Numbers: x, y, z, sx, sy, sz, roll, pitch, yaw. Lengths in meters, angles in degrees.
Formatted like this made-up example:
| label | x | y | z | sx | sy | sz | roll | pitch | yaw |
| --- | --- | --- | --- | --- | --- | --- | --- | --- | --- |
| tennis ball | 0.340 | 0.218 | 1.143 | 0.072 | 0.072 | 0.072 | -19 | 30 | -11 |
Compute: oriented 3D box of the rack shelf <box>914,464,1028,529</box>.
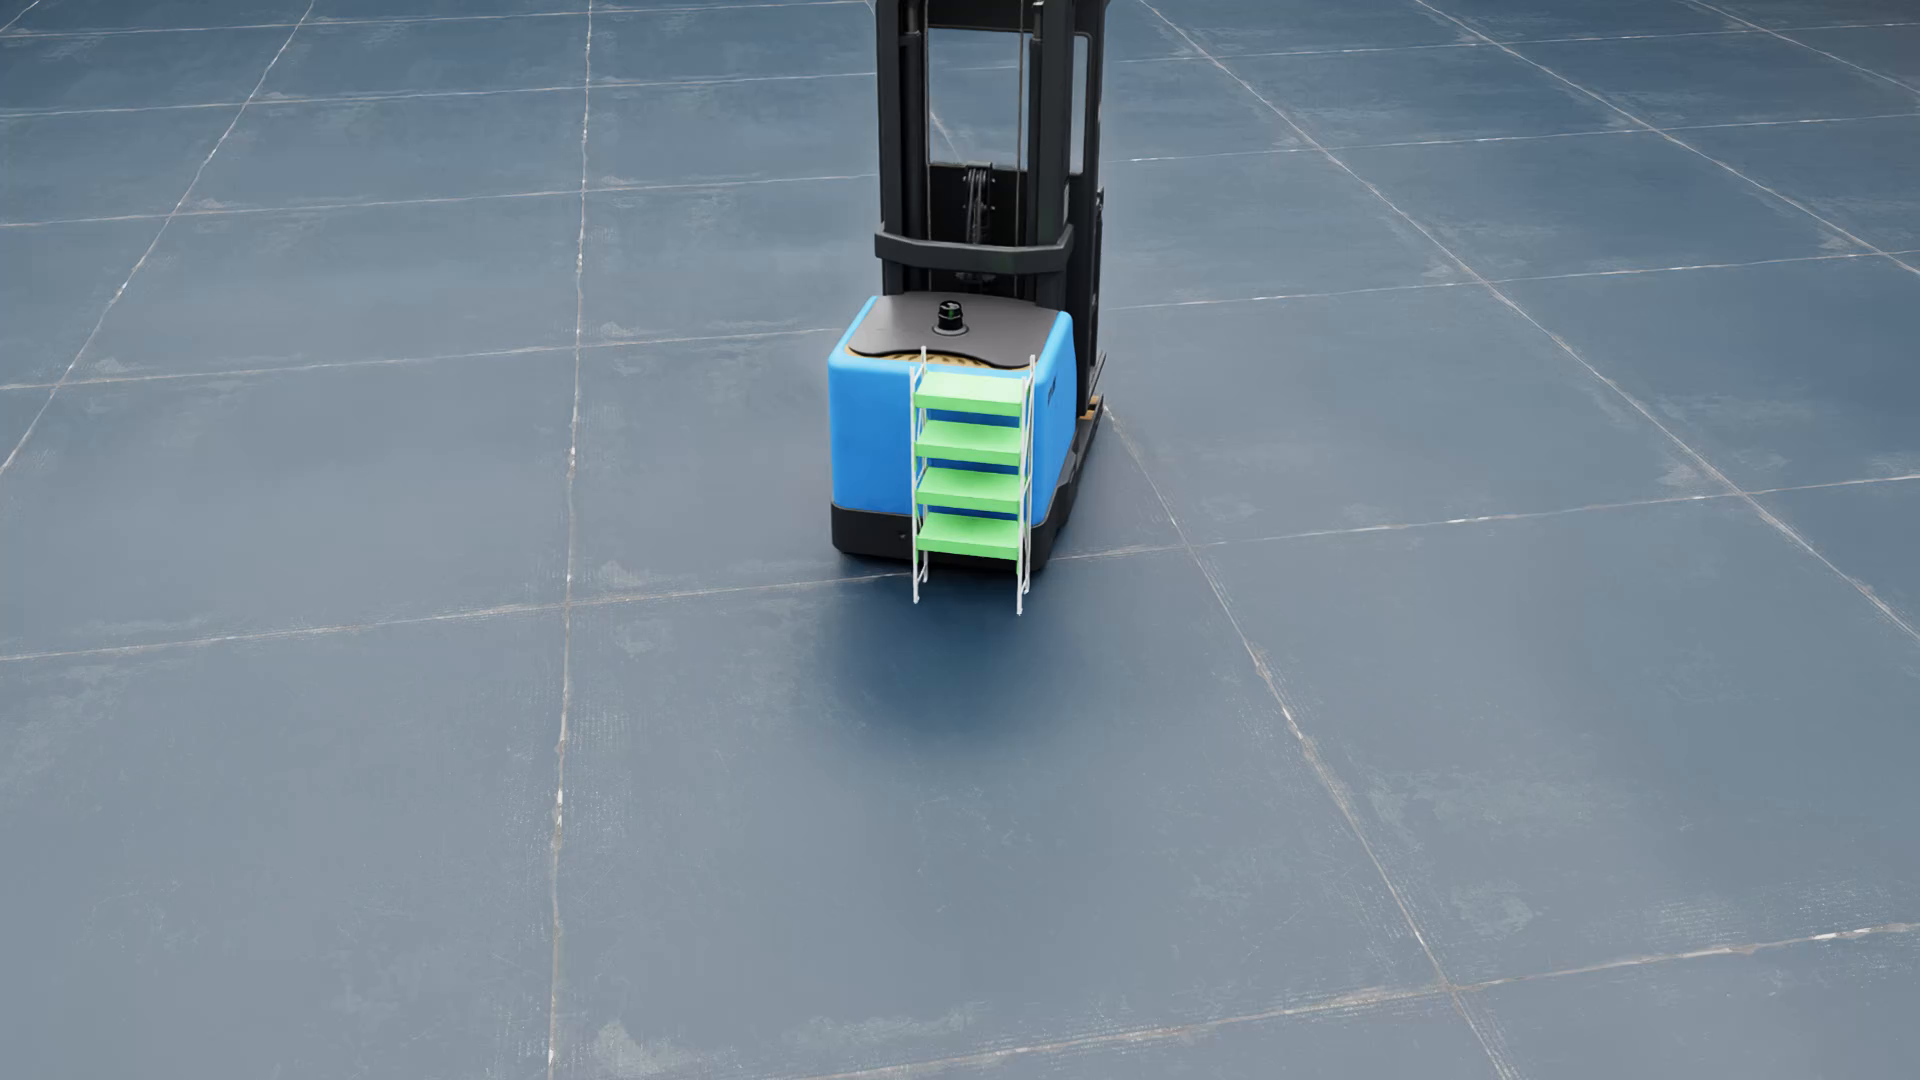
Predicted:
| label | x | y | z | sx | sy | sz | roll | pitch | yaw |
| --- | --- | --- | --- | --- | --- | --- | --- | --- | --- |
| rack shelf | 0.055 | -0.199 | 7.531 | 0.480 | 0.148 | 0.258 | 6 | 31 | 10 |

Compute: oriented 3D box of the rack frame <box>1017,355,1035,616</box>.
| label | x | y | z | sx | sy | sz | roll | pitch | yaw |
| --- | --- | --- | --- | --- | --- | --- | --- | --- | --- |
| rack frame | 0.294 | -0.229 | 7.456 | 0.015 | 1.200 | 0.240 | 6 | 31 | 10 |

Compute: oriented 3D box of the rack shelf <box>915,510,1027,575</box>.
| label | x | y | z | sx | sy | sz | roll | pitch | yaw |
| --- | --- | --- | --- | --- | --- | --- | --- | --- | --- |
| rack shelf | 0.055 | 0.008 | 7.653 | 0.480 | 0.148 | 0.258 | 6 | 31 | 10 |

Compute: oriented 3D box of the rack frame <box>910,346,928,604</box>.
| label | x | y | z | sx | sy | sz | roll | pitch | yaw |
| --- | --- | --- | --- | --- | --- | --- | --- | --- | --- |
| rack frame | -0.184 | -0.279 | 7.541 | 0.015 | 1.200 | 0.240 | 6 | 31 | 10 |

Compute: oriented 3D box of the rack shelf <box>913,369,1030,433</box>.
| label | x | y | z | sx | sy | sz | roll | pitch | yaw |
| --- | --- | --- | --- | --- | --- | --- | --- | --- | --- |
| rack shelf | 0.055 | -0.613 | 7.288 | 0.480 | 0.148 | 0.258 | 6 | 31 | 10 |

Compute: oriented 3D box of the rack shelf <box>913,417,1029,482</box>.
| label | x | y | z | sx | sy | sz | roll | pitch | yaw |
| --- | --- | --- | --- | --- | --- | --- | --- | --- | --- |
| rack shelf | 0.055 | -0.406 | 7.409 | 0.480 | 0.148 | 0.258 | 6 | 31 | 10 |

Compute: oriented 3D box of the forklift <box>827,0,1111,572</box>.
| label | x | y | z | sx | sy | sz | roll | pitch | yaw |
| --- | --- | --- | --- | --- | --- | --- | --- | --- | --- |
| forklift | 0.192 | -1.846 | 8.497 | 1.130 | 2.935 | 3.031 | 6 | 31 | 11 |

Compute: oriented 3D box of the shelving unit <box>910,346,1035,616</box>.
| label | x | y | z | sx | sy | sz | roll | pitch | yaw |
| --- | --- | --- | --- | --- | --- | --- | --- | --- | --- |
| shelving unit | 0.055 | -0.254 | 7.498 | 0.503 | 1.200 | 0.258 | 6 | 31 | 10 |
